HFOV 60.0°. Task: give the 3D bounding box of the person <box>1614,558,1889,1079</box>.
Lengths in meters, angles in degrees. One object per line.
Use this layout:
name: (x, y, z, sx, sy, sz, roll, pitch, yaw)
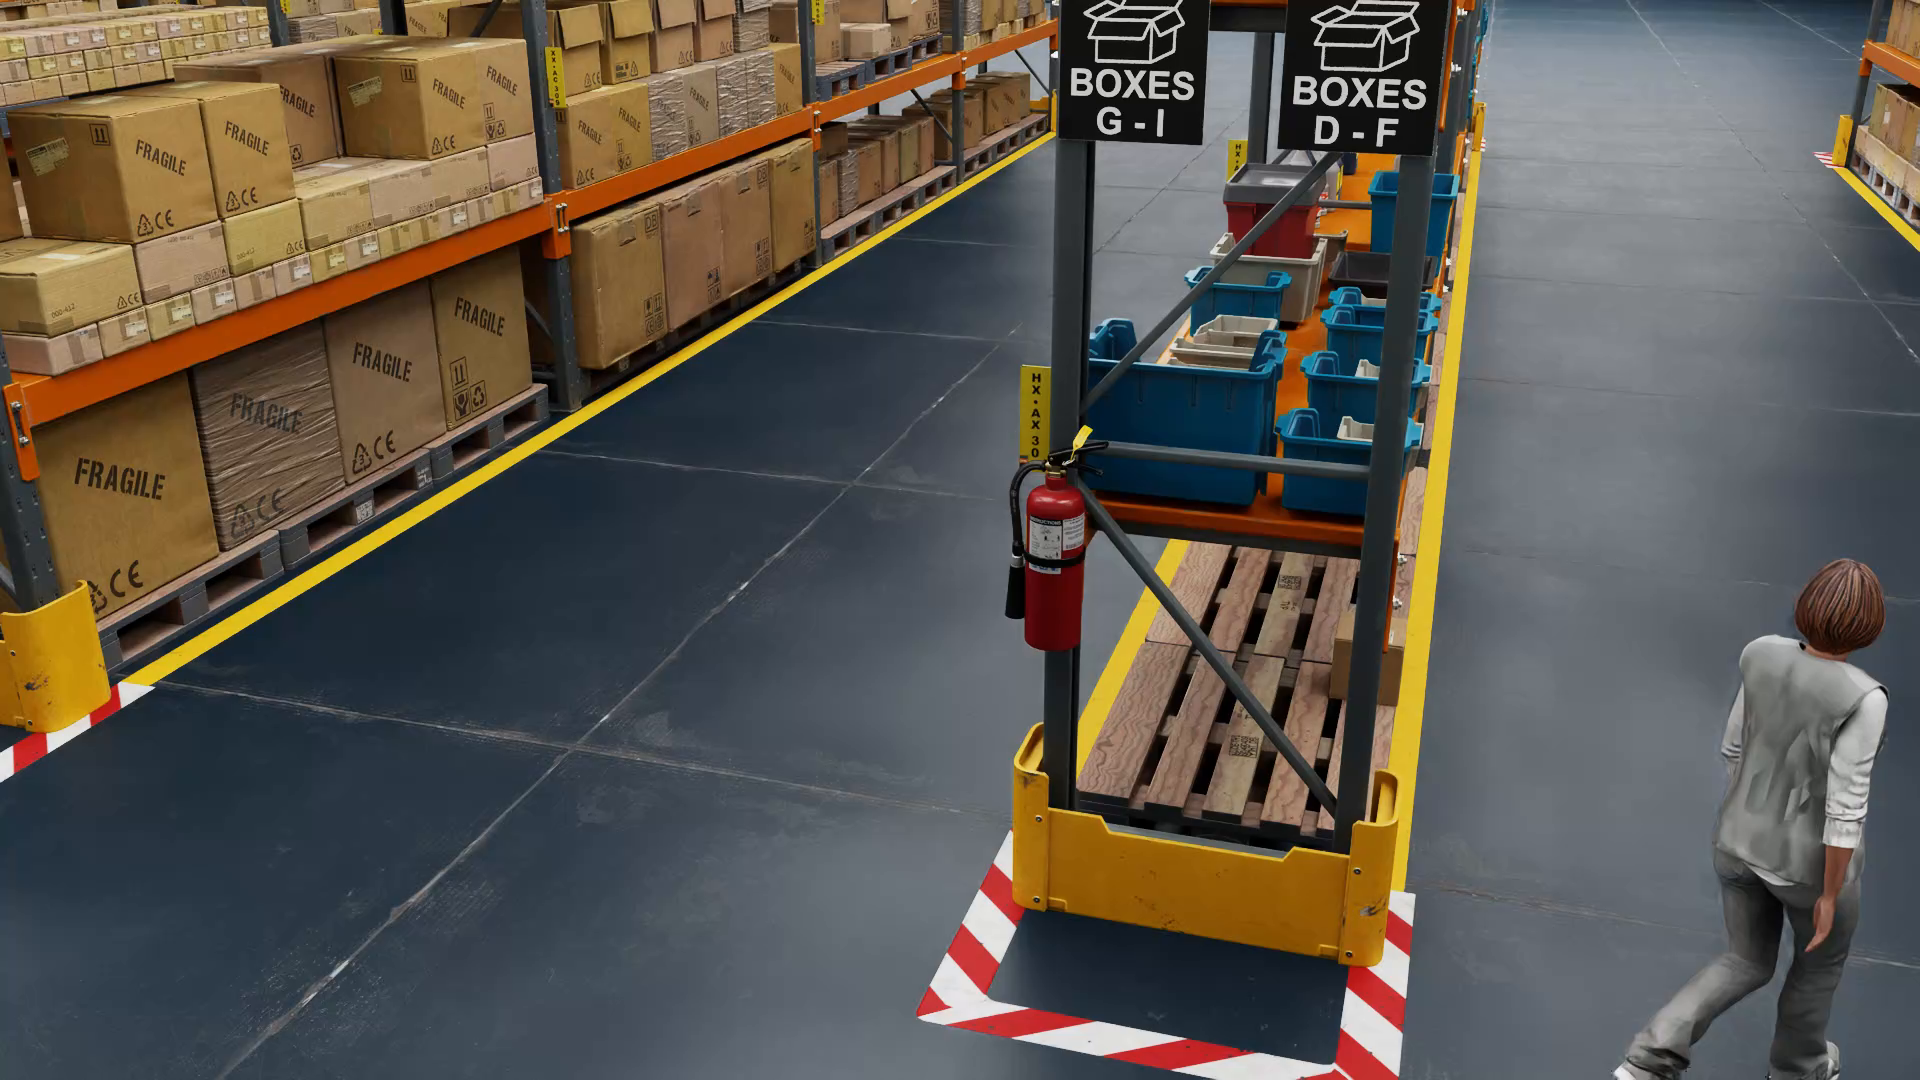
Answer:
person: (2.053, 0.788, 4.169, 0.787, 1.553, 0.442, -11, 25, -26)
